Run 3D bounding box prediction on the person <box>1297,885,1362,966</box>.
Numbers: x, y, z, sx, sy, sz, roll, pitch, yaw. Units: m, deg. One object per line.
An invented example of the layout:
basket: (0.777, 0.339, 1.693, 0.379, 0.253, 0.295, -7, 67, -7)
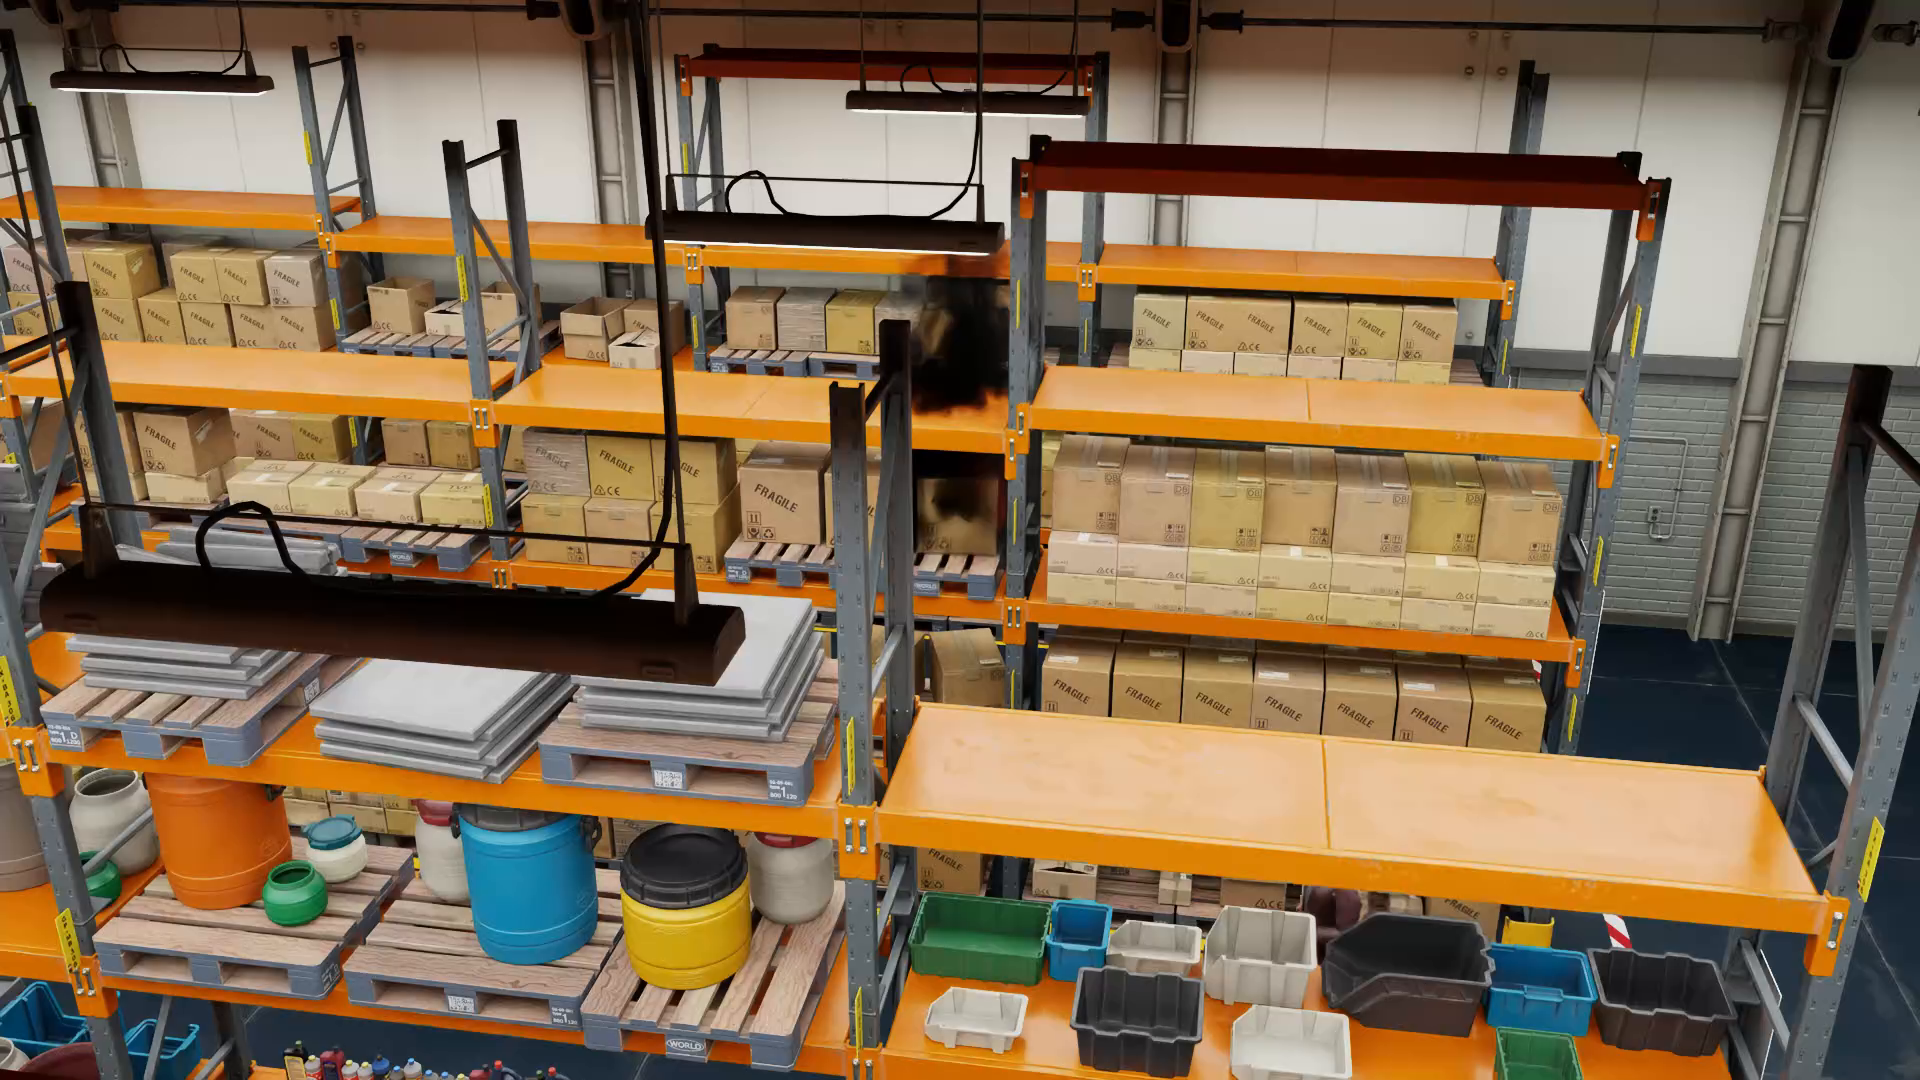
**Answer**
person: (2.358, 2.686, 11.090, 0.609, 1.741, 0.711, -3, 23, -6)
